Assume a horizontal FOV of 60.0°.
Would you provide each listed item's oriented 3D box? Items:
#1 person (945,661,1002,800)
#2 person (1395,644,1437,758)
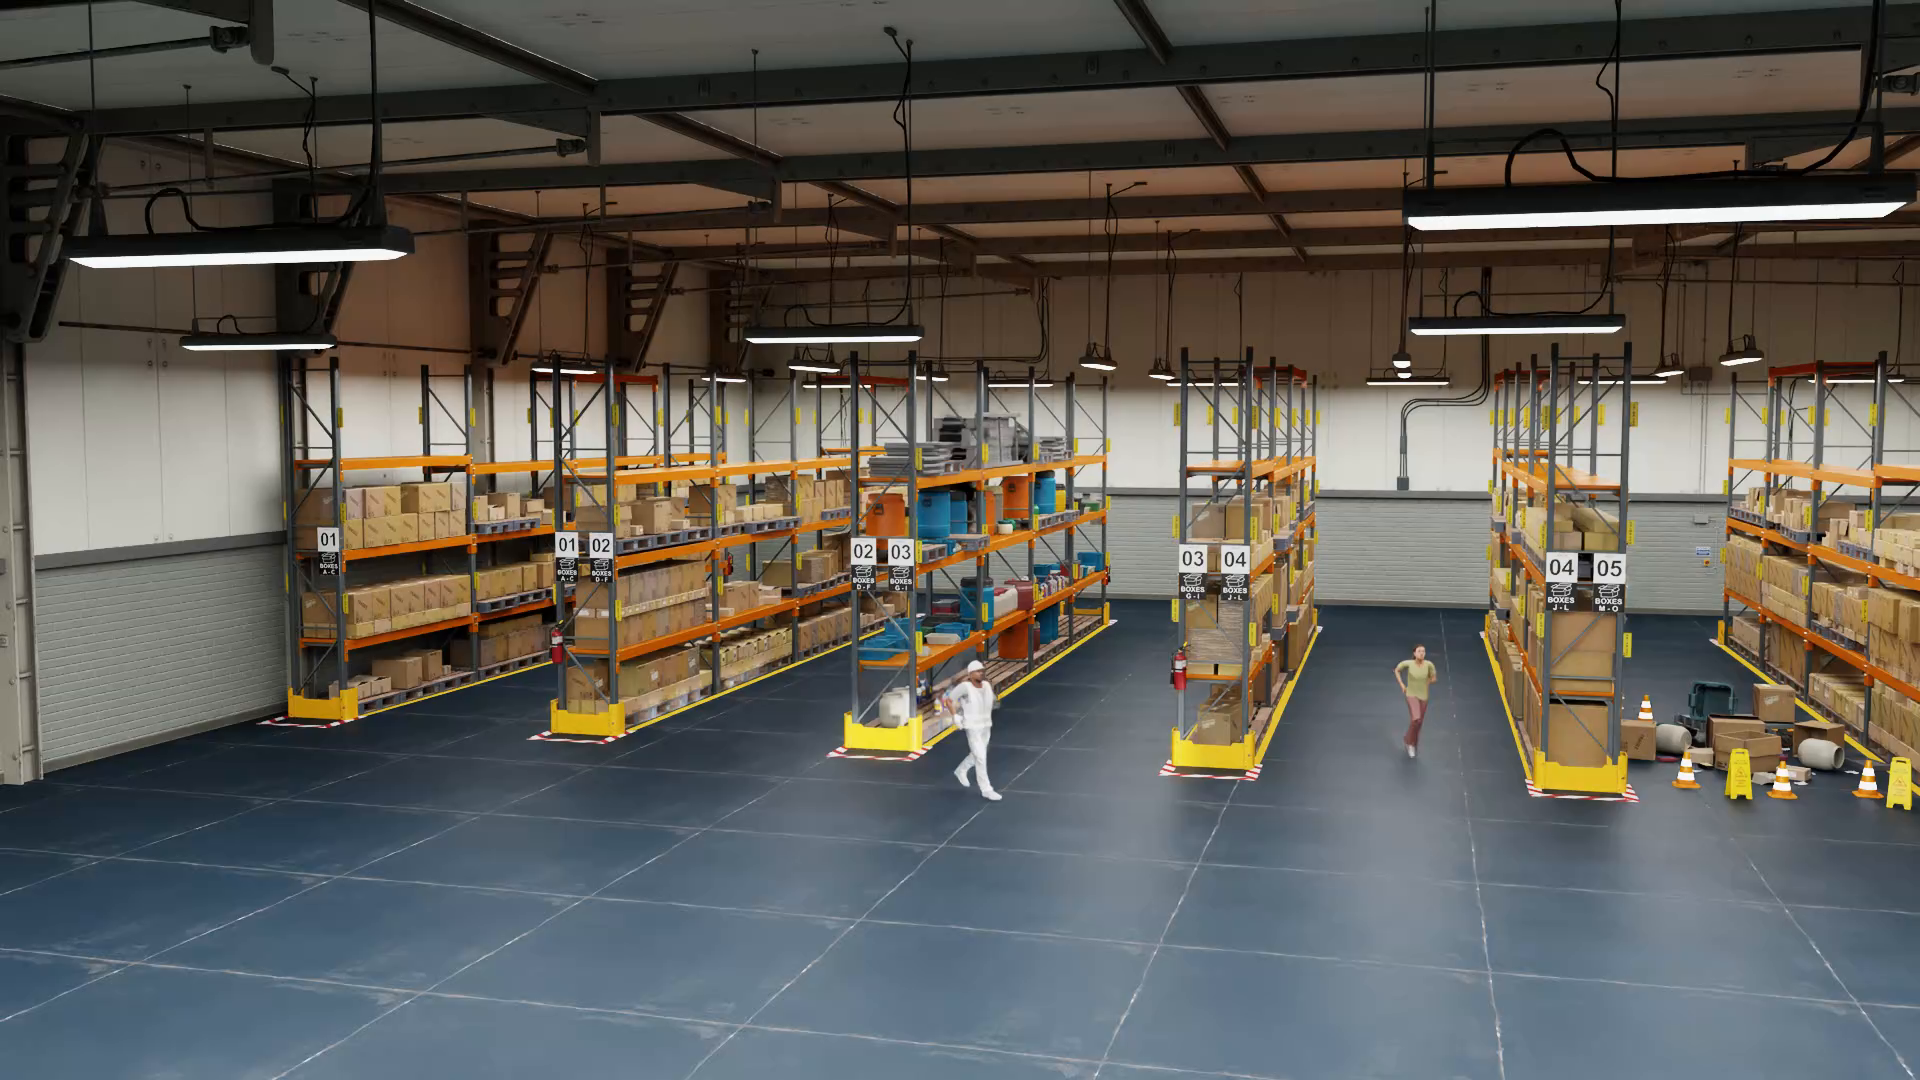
[{"bbox_3d":[0.224,2.472,21.933,0.685,1.768,1.001,-4,6,-43],"label":"person"},{"bbox_3d":[6.784,2.365,24.704,0.561,1.686,0.751,0,4,-6],"label":"person"}]
